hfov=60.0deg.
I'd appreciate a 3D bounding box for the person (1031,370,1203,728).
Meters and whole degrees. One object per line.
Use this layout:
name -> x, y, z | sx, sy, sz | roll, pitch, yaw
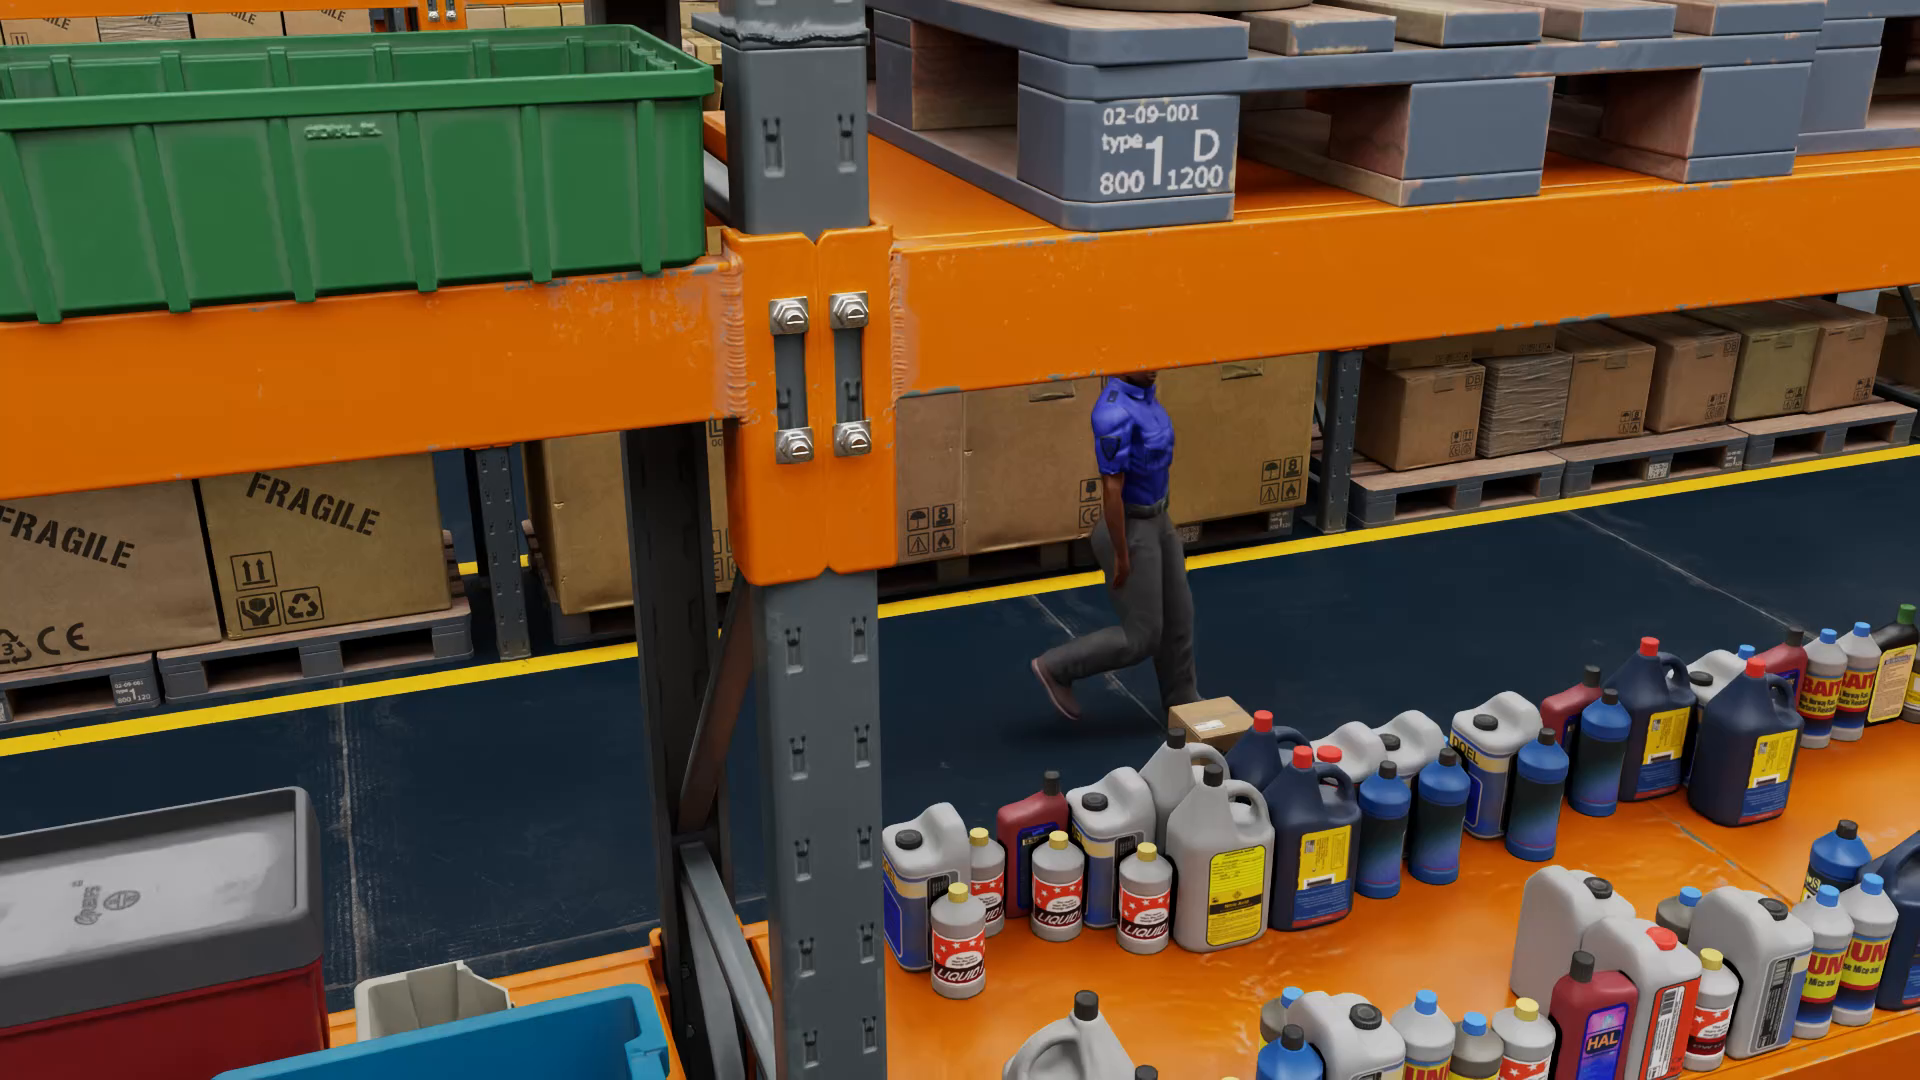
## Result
person -> 0.691, -0.023, 6.170 | 0.777, 1.625, 0.474 | 9, 24, 21
